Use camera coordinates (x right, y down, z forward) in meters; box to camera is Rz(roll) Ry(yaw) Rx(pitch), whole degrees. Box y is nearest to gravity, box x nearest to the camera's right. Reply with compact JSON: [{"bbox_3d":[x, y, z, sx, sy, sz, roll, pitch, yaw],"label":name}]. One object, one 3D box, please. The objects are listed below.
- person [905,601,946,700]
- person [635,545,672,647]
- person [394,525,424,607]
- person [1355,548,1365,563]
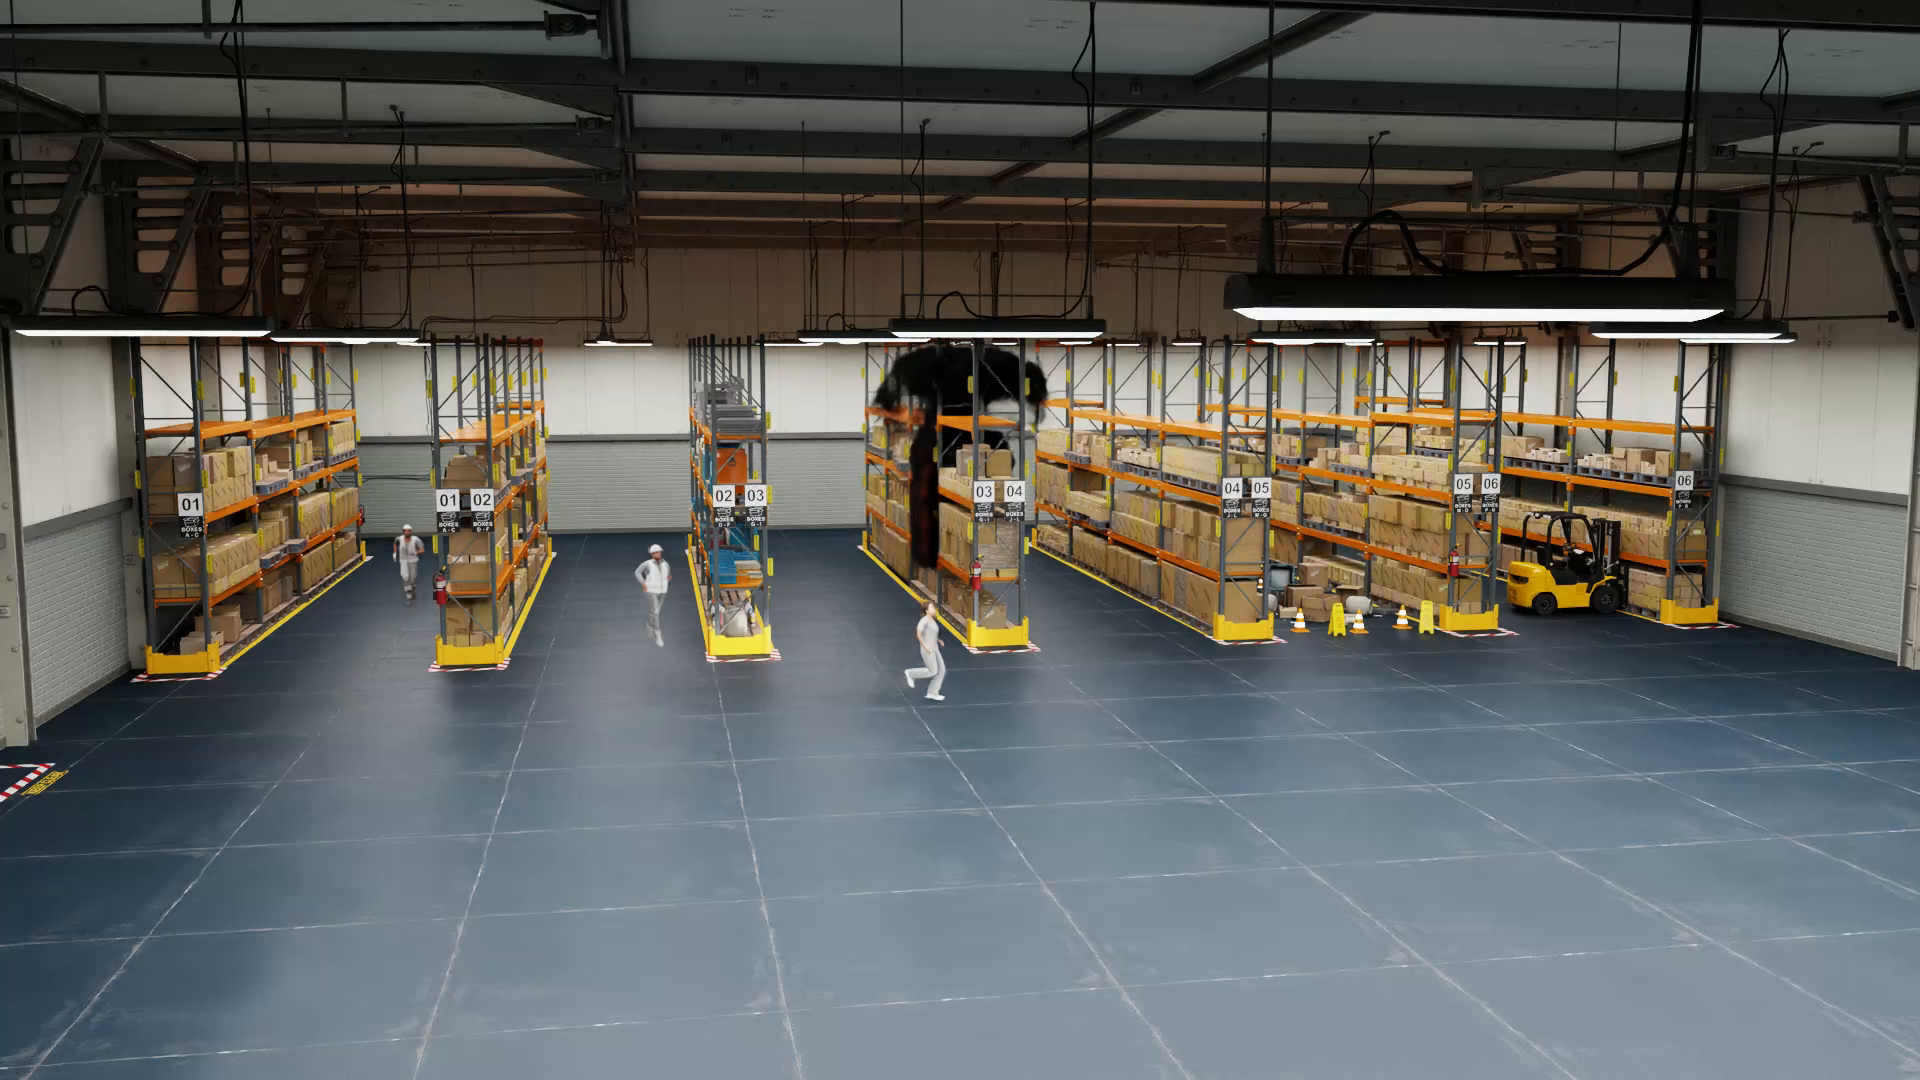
[{"bbox_3d":[-0.557,1.807,27.313,0.643,1.619,0.582,3,7,22],"label":"person"},{"bbox_3d":[-5.661,1.019,31.042,0.757,1.875,0.641,6,9,44],"label":"person"},{"bbox_3d":[-12.425,0.542,37.517,0.688,1.807,1.018,-1,7,-11],"label":"person"},{"bbox_3d":[10.434,-0.010,42.901,0.608,1.648,0.549,-2,7,-18],"label":"person"}]
